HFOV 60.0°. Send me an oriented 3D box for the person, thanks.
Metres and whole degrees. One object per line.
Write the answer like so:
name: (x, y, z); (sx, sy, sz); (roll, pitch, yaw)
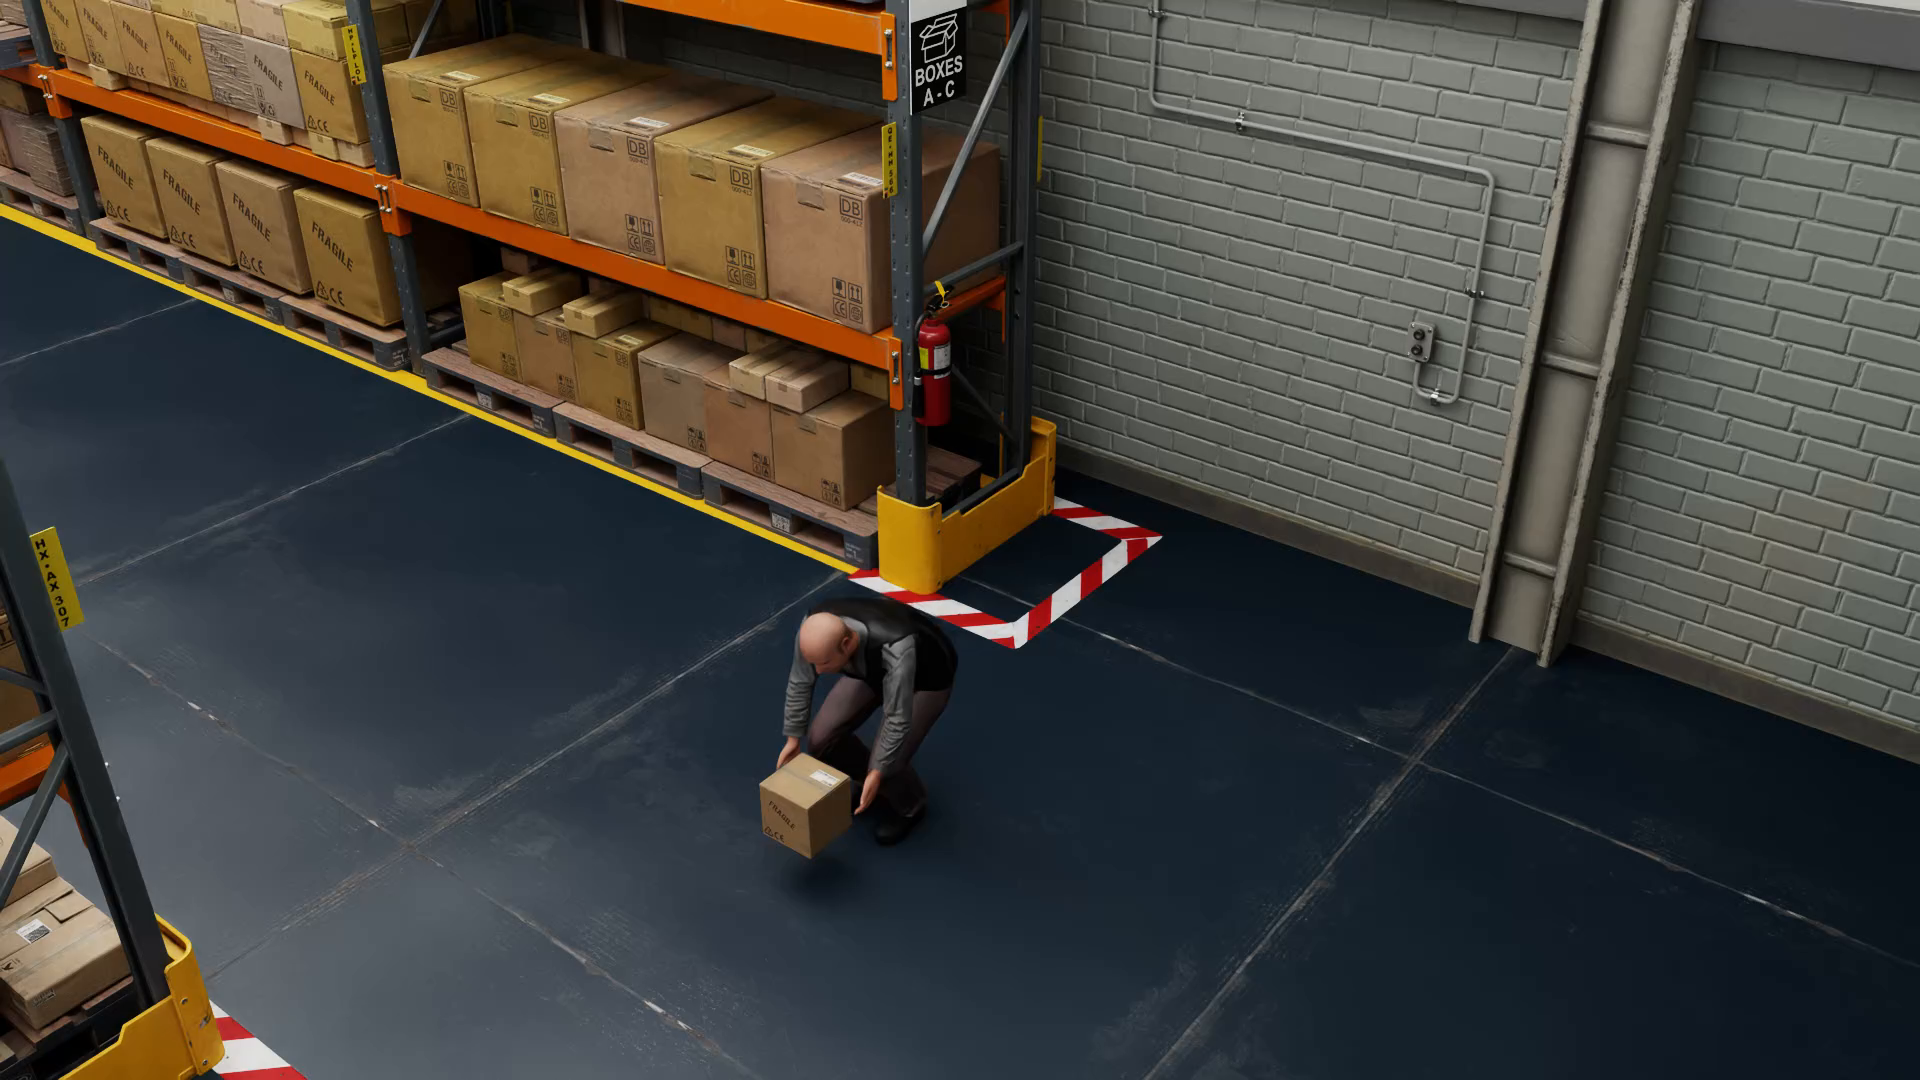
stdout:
person: (-0.331, 0.656, 6.587); (0.575, 1.179, 0.805); (21, 37, 31)
